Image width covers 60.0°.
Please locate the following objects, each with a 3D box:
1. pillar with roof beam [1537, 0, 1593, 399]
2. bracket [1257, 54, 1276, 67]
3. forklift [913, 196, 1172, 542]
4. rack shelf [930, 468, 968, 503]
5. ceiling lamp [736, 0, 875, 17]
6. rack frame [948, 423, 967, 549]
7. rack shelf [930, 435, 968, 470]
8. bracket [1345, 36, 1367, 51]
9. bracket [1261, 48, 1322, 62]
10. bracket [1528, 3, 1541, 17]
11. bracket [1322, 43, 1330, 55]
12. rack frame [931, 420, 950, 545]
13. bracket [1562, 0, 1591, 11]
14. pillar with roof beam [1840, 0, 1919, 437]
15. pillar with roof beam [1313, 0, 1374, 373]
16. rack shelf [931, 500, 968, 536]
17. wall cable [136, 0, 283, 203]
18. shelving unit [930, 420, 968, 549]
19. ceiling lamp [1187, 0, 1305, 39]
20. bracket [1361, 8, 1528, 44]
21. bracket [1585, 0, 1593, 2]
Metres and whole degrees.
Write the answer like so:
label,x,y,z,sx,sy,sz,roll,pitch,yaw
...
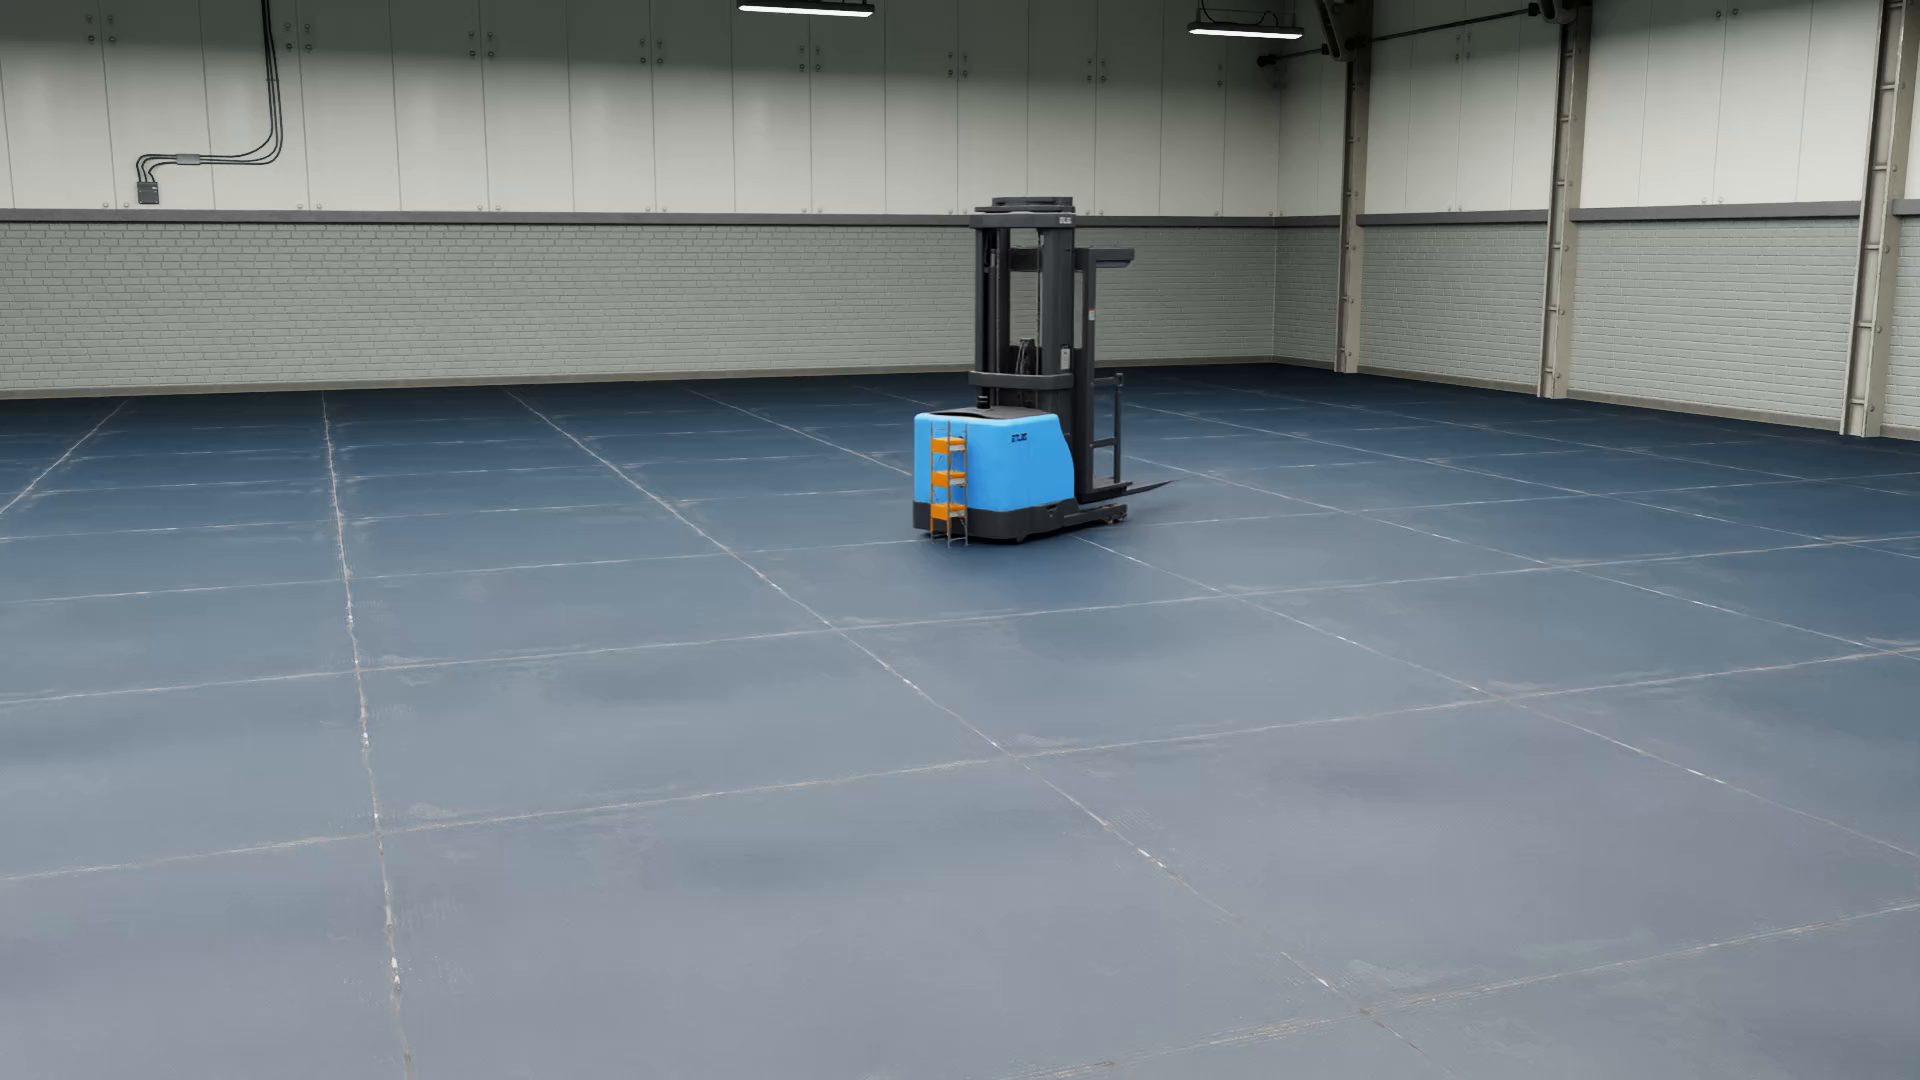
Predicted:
label,x,y,z,sx,sy,sz,roll,pitch,yaw
pillar with roof beam,5.904,-6.544,25.516,9.100,9.000,0.548,-4,11,-21
bracket,6.402,-10.001,34.672,0.235,0.232,0.430,-4,11,-21
forklift,0.894,-1.633,15.232,1.130,2.935,3.031,8,13,38
rack shelf,-0.093,-0.461,14.076,0.215,0.259,0.240,-7,12,-36
ceiling lamp,-2.322,-9.259,24.112,2.000,3.185,0.800,-4,11,-21
rack frame,-0.021,-0.454,13.977,0.200,1.050,0.008,-7,12,-36
rack shelf,-0.093,-0.741,14.026,0.215,0.259,0.240,-7,12,-36
bracket,7.562,-9.479,31.735,0.235,0.232,0.430,-4,11,-21
bracket,6.616,-9.905,34.130,0.076,0.066,3.189,-4,11,-21
bracket,9.435,-8.635,26.991,0.235,0.232,0.430,-4,11,-21
bracket,7.261,-9.614,32.497,0.235,0.232,0.430,-4,11,-21
rack frame,-0.165,-0.489,14.171,0.200,1.050,0.008,-7,12,-36
bracket,9.736,-8.499,26.229,0.235,0.232,0.430,-4,11,-21
pillar with roof beam,8.078,-5.565,20.010,9.100,9.000,0.400,-4,11,-21
pillar with roof beam,3.730,-7.524,31.022,9.100,9.000,0.548,-4,11,-21
rack shelf,-0.093,-0.188,14.125,0.215,0.259,0.240,-7,12,-36
wall cable,-12.598,-8.637,27.569,2.305,6.003,0.169,-4,11,-21
shelving unit,-0.093,-0.472,14.074,0.215,1.050,0.252,-7,12,-36
ceiling lamp,4.519,-9.725,26.731,2.000,3.185,0.800,-4,11,-21
bracket,8.495,-9.058,29.371,0.076,0.066,4.783,-4,11,-21
bracket,10.670,-8.079,23.865,0.076,0.066,4.783,-4,11,-21
